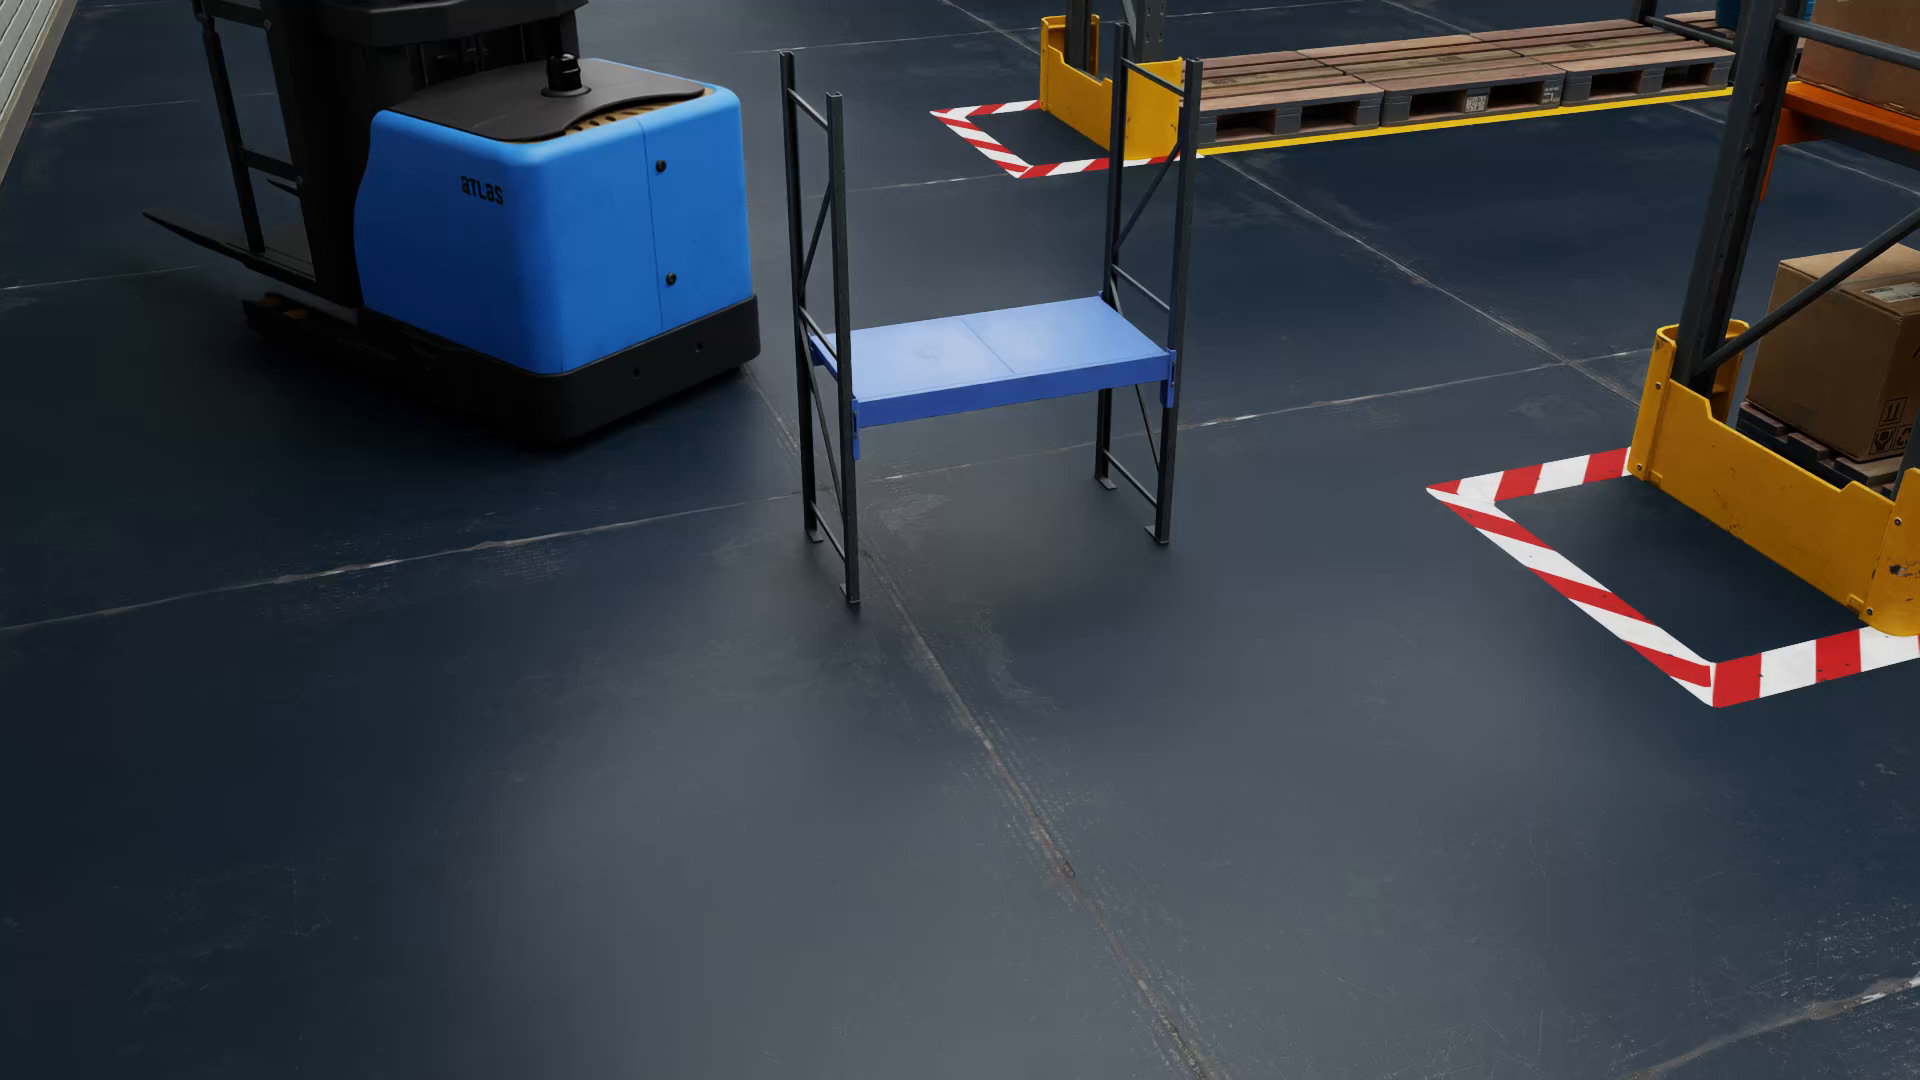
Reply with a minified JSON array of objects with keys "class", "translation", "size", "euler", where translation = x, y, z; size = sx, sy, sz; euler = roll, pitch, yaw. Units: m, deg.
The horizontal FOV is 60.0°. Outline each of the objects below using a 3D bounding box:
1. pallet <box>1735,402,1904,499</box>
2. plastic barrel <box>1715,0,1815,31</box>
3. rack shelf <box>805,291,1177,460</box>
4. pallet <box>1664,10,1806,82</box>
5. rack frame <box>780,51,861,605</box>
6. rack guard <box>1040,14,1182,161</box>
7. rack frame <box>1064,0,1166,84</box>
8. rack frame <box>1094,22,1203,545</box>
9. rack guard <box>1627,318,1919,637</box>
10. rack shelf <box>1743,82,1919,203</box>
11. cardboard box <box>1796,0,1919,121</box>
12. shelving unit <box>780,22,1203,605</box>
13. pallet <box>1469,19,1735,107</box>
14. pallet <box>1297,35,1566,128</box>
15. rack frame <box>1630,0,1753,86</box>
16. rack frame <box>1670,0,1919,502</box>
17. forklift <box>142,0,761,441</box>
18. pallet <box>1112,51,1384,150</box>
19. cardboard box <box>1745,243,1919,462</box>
[{"class":"pallet","translation":[3.368,-0.244,5.465],"size":[1.213,0.211,1.003],"euler":[-10,31,-18]},{"class":"plastic barrel","translation":[5.091,-3.650,10.322],"size":[0.708,0.901,0.600],"euler":[-10,31,-18]},{"class":"rack shelf","translation":[0.080,-0.510,4.994],"size":[1.000,0.185,0.538],"euler":[-10,31,-18]},{"class":"pallet","translation":[5.313,-3.196,10.646],"size":[1.213,0.211,1.003],"euler":[-10,31,-18]},{"class":"rack frame","translation":[-0.396,-0.579,4.751],"size":[0.032,1.500,0.500],"euler":[-10,31,-18]},{"class":"rack guard","translation":[0.808,-2.507,9.145],"size":[0.348,0.500,1.175],"euler":[-10,31,-18]},{"class":"rack frame","translation":[0.826,-3.603,8.544],"size":[0.127,3.000,1.000],"euler":[-10,31,-18]},{"class":"rack frame","translation":[0.556,-0.754,5.059],"size":[0.032,1.500,0.500],"euler":[-10,31,-18]},{"class":"rack guard","translation":[2.621,-0.231,5.151],"size":[0.348,0.500,1.175],"euler":[-10,31,-18]},{"class":"rack shelf","translation":[4.424,-1.337,5.293],"size":[4.000,0.370,1.077],"euler":[-10,31,-18]},{"class":"cardboard box","translation":[2.875,-1.551,4.841],"size":[0.500,0.500,0.500],"euler":[-9,31,-16]},{"class":"shelving unit","translation":[0.080,-0.666,4.905],"size":[1.048,1.500,0.538],"euler":[-10,31,-18]},{"class":"pallet","translation":[3.899,-2.937,10.192],"size":[1.213,0.211,1.003],"euler":[-10,31,-18]},{"class":"pallet","translation":[2.754,-2.724,9.819],"size":[1.213,0.211,1.003],"euler":[-10,31,-18]},{"class":"rack frame","translation":[4.575,-4.293,9.756],"size":[0.127,3.000,1.000],"euler":[-10,31,-18]},{"class":"rack frame","translation":[2.550,-1.304,4.509],"size":[0.127,3.000,1.000],"euler":[-10,31,-18]},{"class":"forklift","translation":[-2.232,-2.201,6.152],"size":[3.031,2.935,1.130],"euler":[22,36,33]},{"class":"pallet","translation":[1.612,-2.516,9.452],"size":[1.213,0.211,1.003],"euler":[-10,31,-18]},{"class":"cardboard box","translation":[2.973,-0.617,5.384],"size":[0.500,0.500,0.500],"euler":[-10,31,-18]}]
